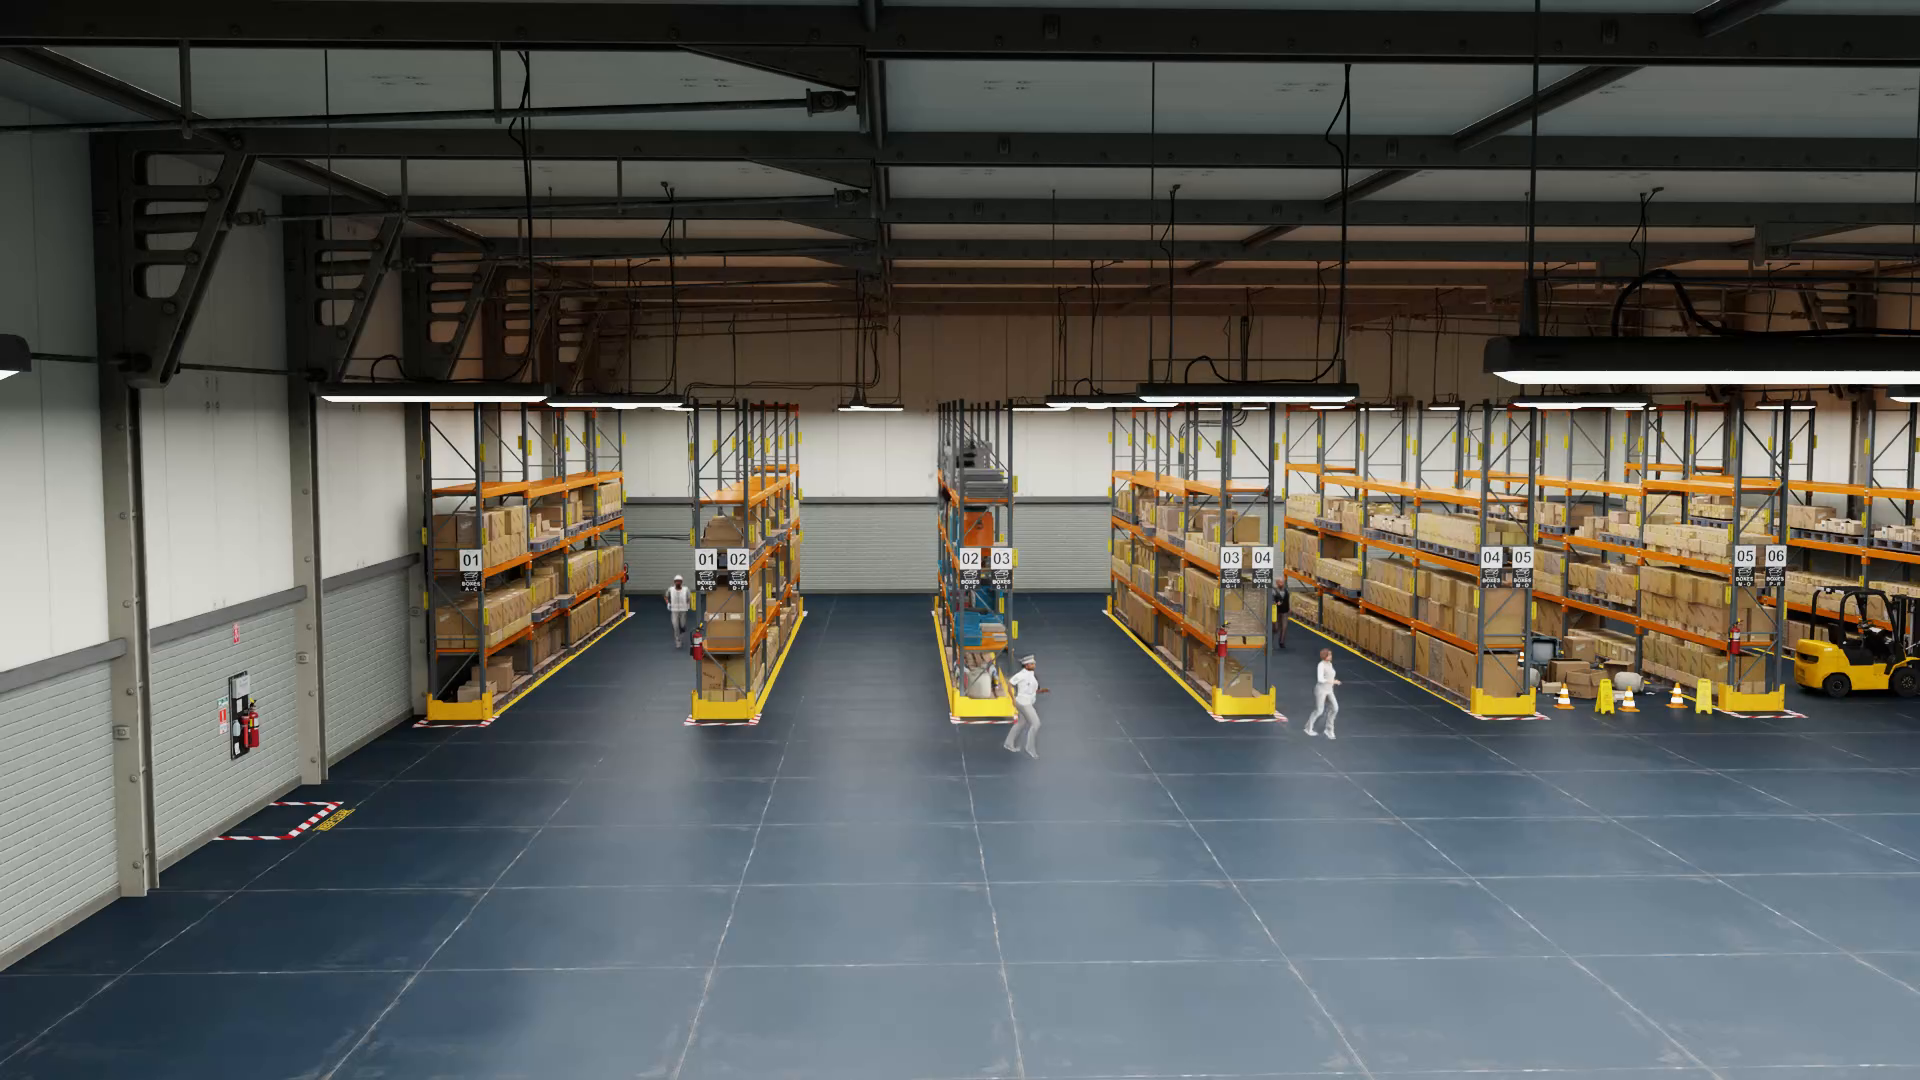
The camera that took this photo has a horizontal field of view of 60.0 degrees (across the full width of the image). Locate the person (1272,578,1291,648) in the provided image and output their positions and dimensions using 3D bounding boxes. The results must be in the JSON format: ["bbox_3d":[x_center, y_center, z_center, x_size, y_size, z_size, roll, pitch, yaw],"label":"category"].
[{"bbox_3d":[7.827,1.777,40.779,0.665,1.691,0.775,-1,4,-11],"label":"person"}]

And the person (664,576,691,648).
[{"bbox_3d":[-6.933,1.749,40.945,0.680,1.762,0.802,-1,4,-9],"label":"person"}]

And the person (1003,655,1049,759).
[{"bbox_3d":[1.099,2.781,27.759,0.827,1.741,0.537,2,5,19],"label":"person"}]

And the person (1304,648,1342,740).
[{"bbox_3d":[6.410,2.718,29.246,0.698,1.657,0.555,4,6,41],"label":"person"}]
